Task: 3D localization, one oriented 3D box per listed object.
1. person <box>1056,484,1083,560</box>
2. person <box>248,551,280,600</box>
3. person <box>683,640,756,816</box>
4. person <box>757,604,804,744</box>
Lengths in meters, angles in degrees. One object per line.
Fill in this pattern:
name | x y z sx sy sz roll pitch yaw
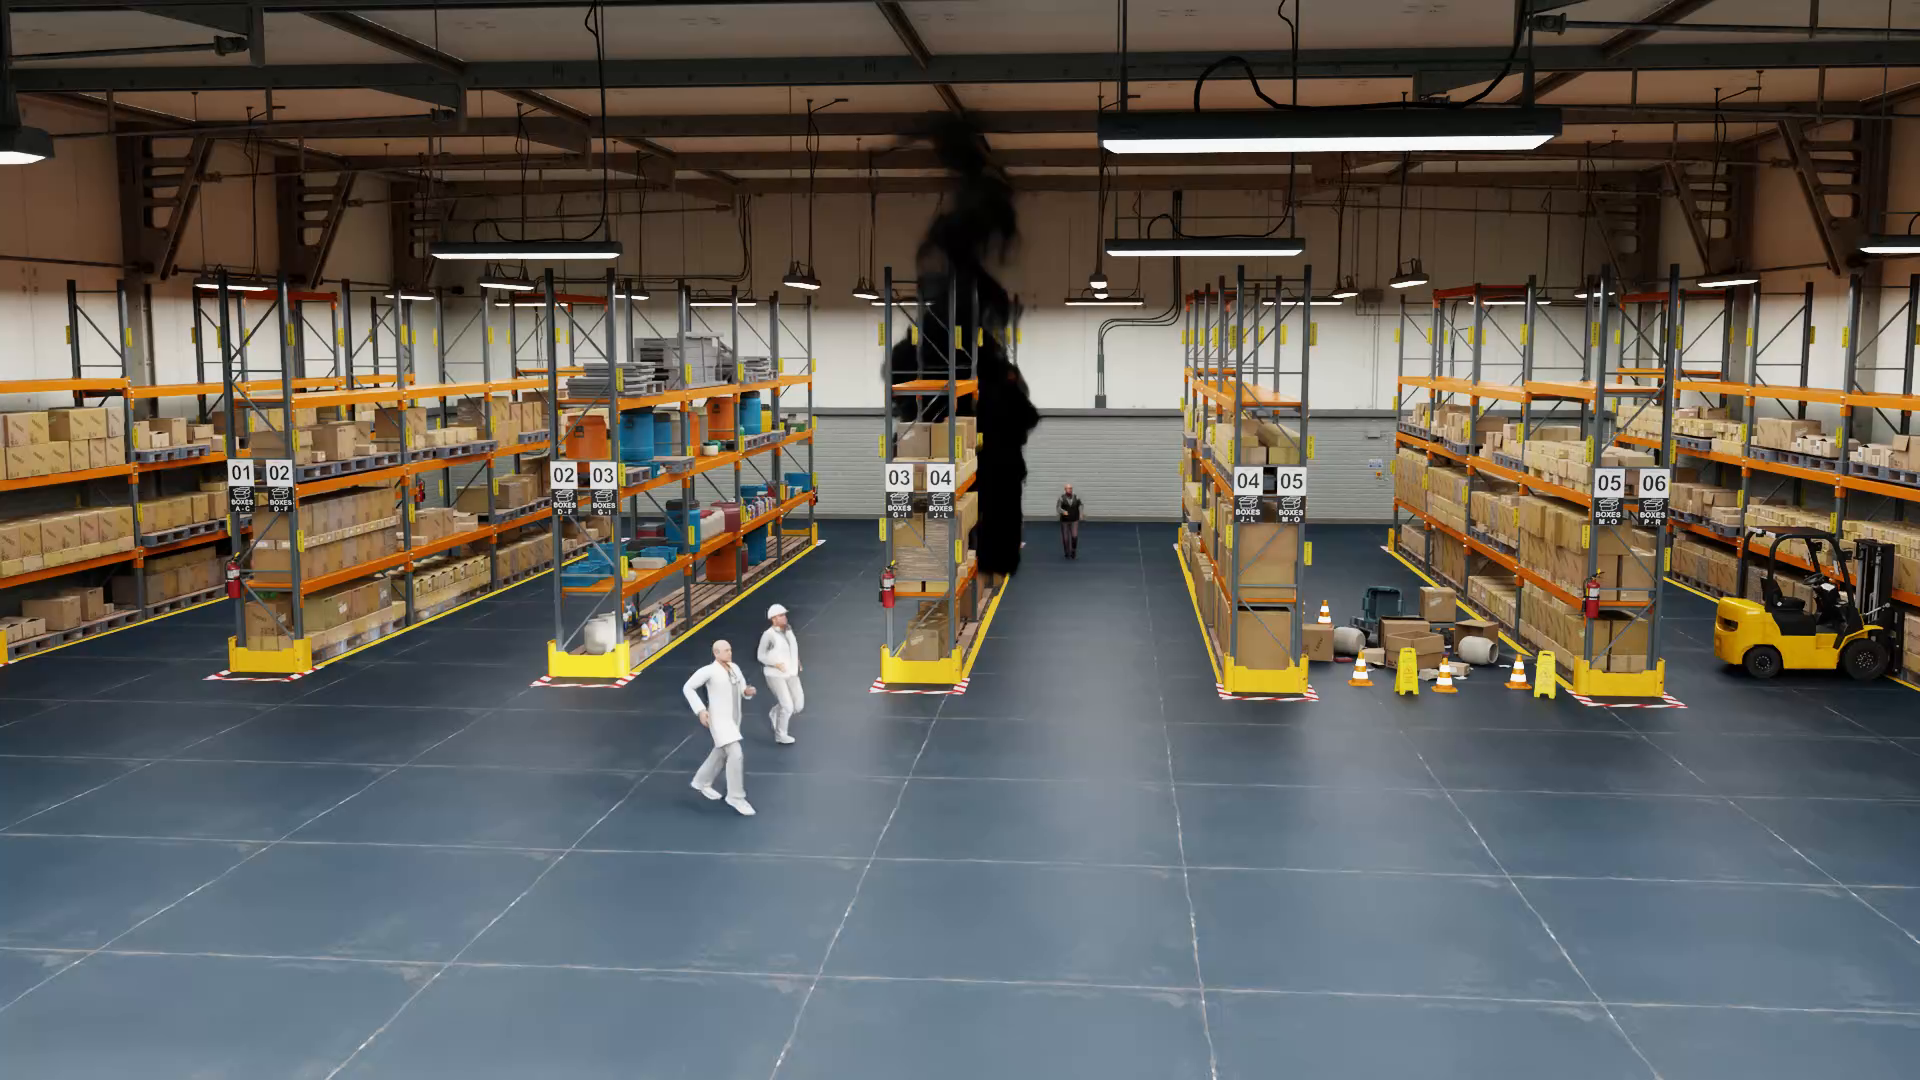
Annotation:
person | 2.480 -0.405 37.569 0.625 1.703 0.767 0 7 1
person | -11.892 0.673 28.499 0.659 1.737 0.677 -1 7 -7
person | -2.532 1.970 17.693 0.903 1.837 0.677 3 8 25
person | -2.215 1.652 20.604 0.607 1.722 0.656 6 9 38
